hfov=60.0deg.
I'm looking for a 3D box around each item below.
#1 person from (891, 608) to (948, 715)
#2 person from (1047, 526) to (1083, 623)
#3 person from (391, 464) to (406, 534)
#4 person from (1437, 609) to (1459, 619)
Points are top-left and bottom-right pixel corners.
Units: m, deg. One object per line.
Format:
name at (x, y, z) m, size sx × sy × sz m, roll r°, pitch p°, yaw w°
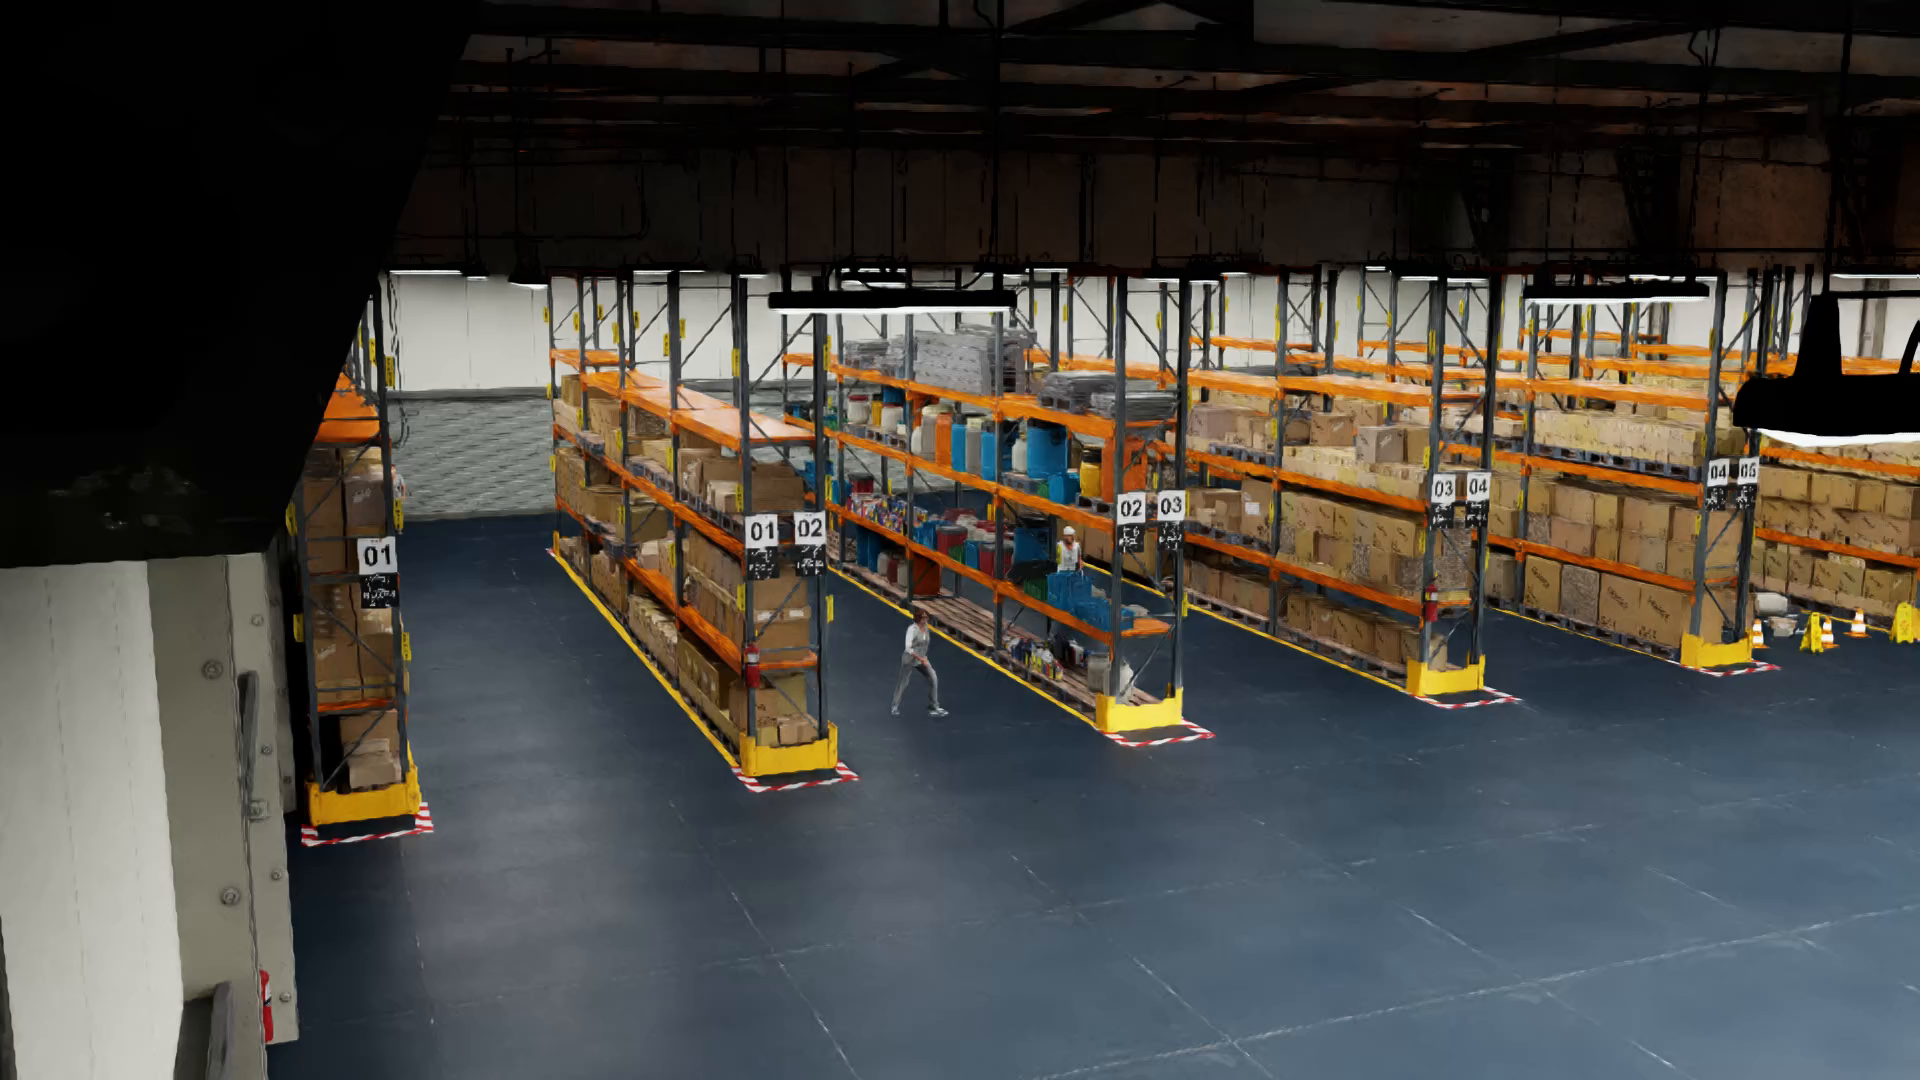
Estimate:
person at (-0.598, 1.653, 22.701) m, size 0.567 × 1.533 × 0.754 m, roll -9°, pitch 13°, yaw -42°
person at (1.782, 0.608, 28.190) m, size 0.677 × 1.742 × 0.551 m, roll -4°, pitch 11°, yaw -23°
person at (-12.725, -0.921, 37.297) m, size 0.580 × 1.619 × 0.507 m, roll -4°, pitch 11°, yaw -24°
person at (8.403, 0.458, 28.790) m, size 0.638 × 1.785 × 0.514 m, roll 8°, pitch 13°, yaw 37°
